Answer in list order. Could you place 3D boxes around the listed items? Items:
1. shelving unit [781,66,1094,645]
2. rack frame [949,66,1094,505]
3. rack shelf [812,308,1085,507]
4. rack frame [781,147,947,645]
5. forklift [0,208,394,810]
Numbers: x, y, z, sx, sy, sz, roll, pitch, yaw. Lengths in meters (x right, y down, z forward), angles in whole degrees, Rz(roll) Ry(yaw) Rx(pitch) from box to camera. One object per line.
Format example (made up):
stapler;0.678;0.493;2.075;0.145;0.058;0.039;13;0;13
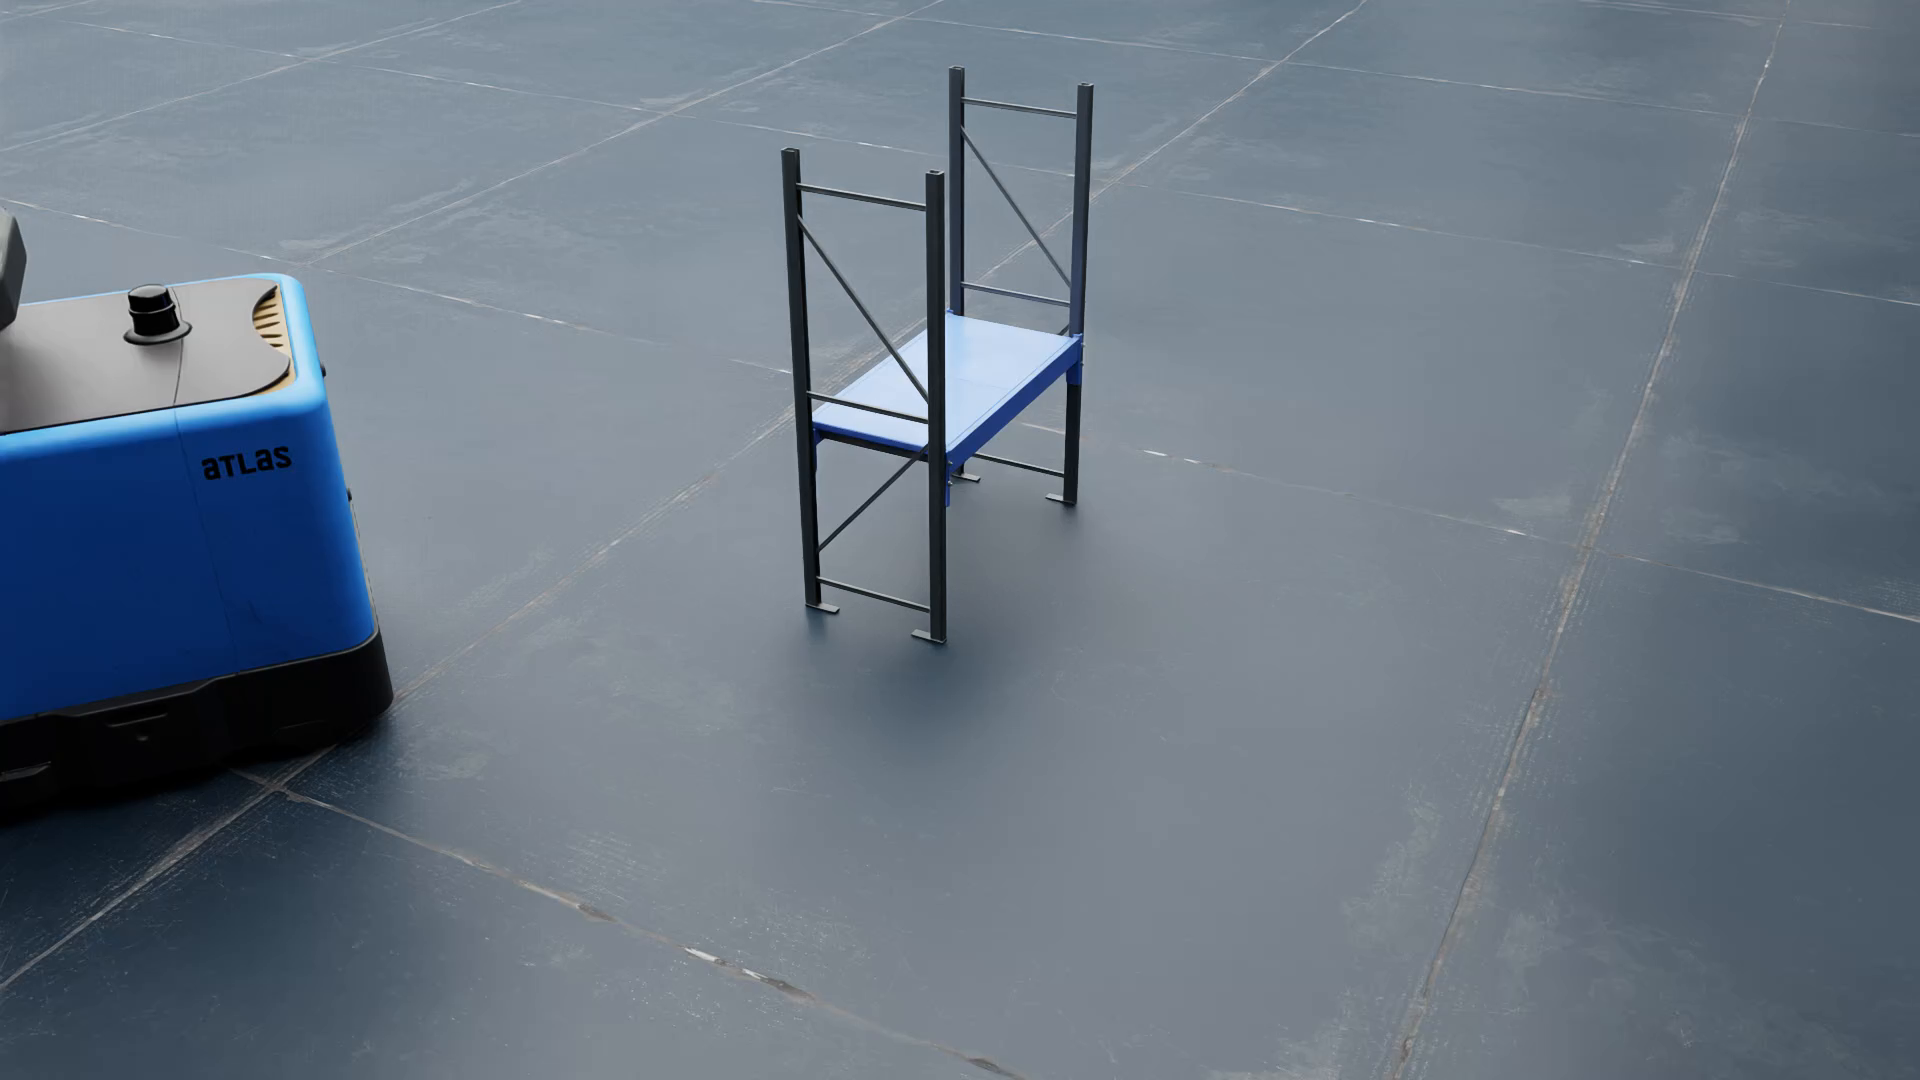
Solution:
shelving unit;-0.039;-0.613;5.311;0.538;1.500;1.048;14;33;23
rack frame;0.193;-0.838;5.703;0.500;1.500;0.032;14;33;23
rack shelf;-0.039;-0.457;5.400;0.538;0.185;1.000;14;33;23
rack frame;-0.270;-0.387;4.918;0.500;1.500;0.032;14;33;23
forklift;-3.202;-0.658;3.953;3.031;2.935;1.130;-12;32;-20
